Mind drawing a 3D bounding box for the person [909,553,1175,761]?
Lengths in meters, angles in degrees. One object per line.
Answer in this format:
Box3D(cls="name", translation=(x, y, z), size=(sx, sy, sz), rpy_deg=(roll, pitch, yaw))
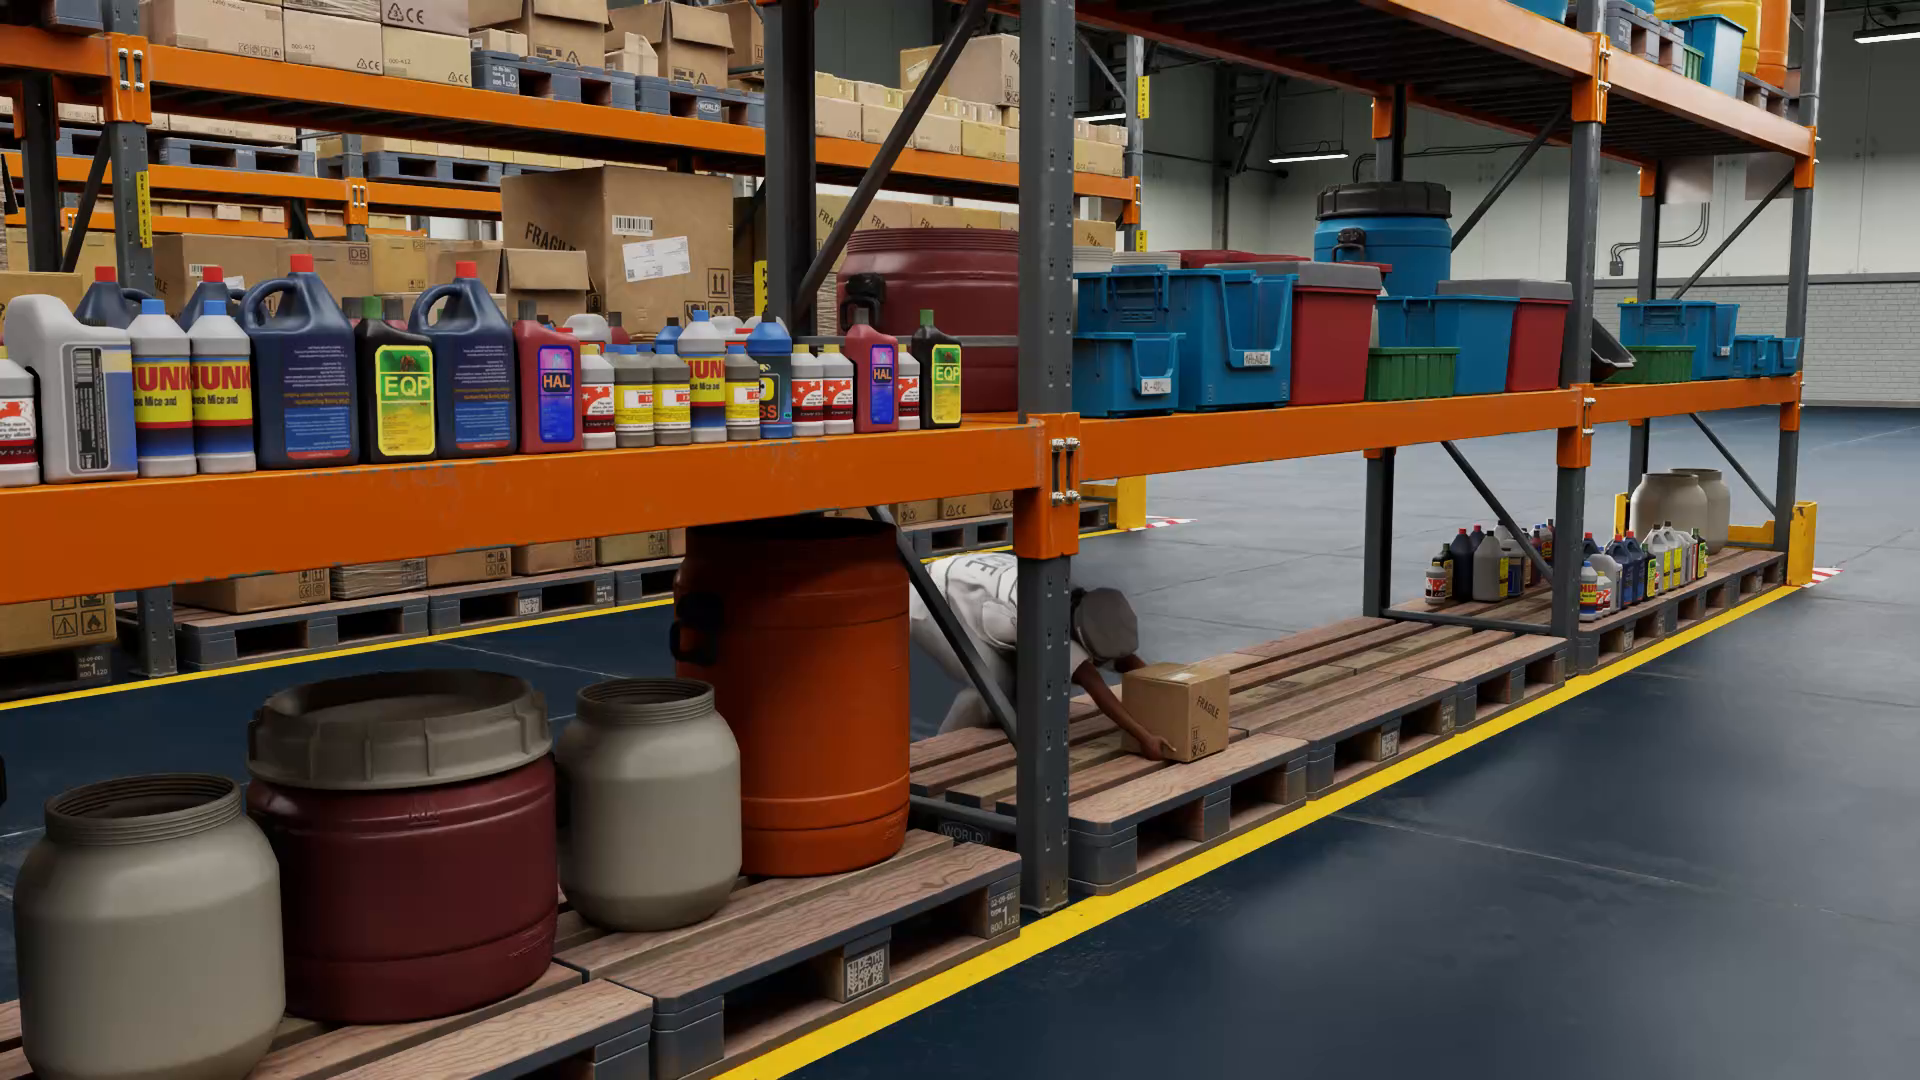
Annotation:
Box3D(cls="person", translation=(0.322, 0.458, 5.657), size=(1.207, 0.778, 0.466), rpy_deg=(6, 9, 42))
